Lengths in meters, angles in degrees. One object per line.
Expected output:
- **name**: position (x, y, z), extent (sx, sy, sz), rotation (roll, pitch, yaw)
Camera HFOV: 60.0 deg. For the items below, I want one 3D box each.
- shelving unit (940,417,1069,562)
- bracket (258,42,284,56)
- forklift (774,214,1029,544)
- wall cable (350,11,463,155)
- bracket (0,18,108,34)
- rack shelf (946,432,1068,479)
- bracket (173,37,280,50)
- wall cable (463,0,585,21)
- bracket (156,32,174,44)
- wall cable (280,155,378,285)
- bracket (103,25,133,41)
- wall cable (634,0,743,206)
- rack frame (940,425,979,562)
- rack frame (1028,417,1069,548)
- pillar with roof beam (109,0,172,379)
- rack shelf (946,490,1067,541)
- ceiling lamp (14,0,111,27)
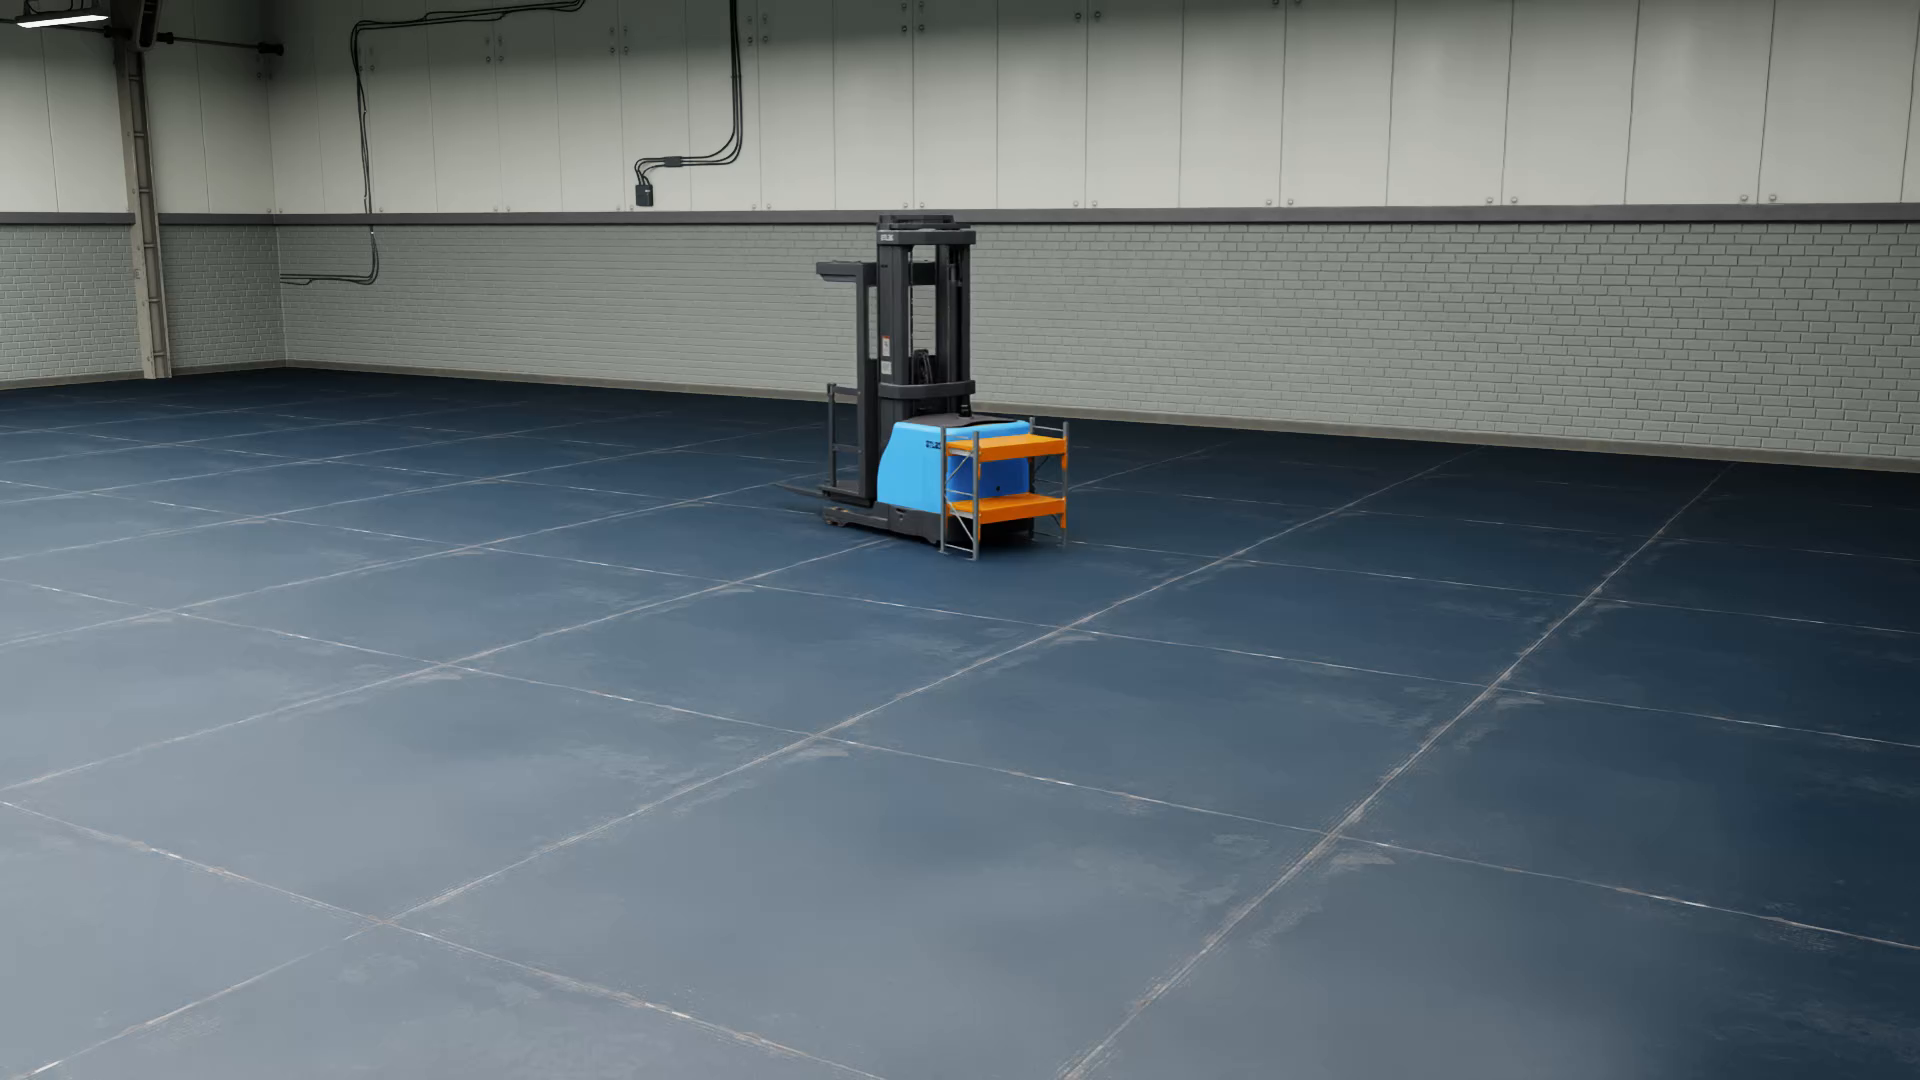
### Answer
- **shelving unit**: position (0.395, -0.464, 14.668), extent (1.048, 1.125, 0.538), rotation (-8, 14, -37)
- **bracket**: position (-13.620, -9.705, 32.856), extent (0.235, 0.232, 0.430), rotation (6, 12, 31)
- **forklift**: position (-0.675, -1.620, 15.936), extent (1.130, 2.935, 3.031), rotation (-9, 14, -40)
- **wall cable**: position (-10.397, -8.567, 31.269), extent (3.097, 2.526, 0.112), rotation (6, 12, 31)
- **bracket**: position (-16.619, -8.797, 28.003), extent (0.076, 0.066, 4.783), rotation (6, 12, 31)
- **rack shelf**: position (0.395, -0.752, 14.614), extent (1.000, 0.278, 0.538), rotation (-8, 14, -37)
- **bracket**: position (-13.926, -9.613, 32.360), extent (0.076, 0.066, 3.189), rotation (6, 12, 31)
- **wall cable**: position (-7.752, -10.507, 29.271), extent (3.097, 2.526, 0.112), rotation (6, 12, 31)
- **bracket**: position (-14.850, -9.333, 30.865), extent (0.235, 0.232, 0.430), rotation (6, 12, 31)
- **wall cable**: position (-12.709, -6.343, 33.114), extent (3.097, 2.526, 0.112), rotation (6, 12, 31)
- **bracket**: position (-15.281, -9.202, 30.168), extent (0.235, 0.232, 0.430), rotation (6, 12, 31)
- **wall cable**: position (-4.604, -8.631, 27.658), extent (2.305, 6.003, 0.169), rotation (6, 12, 31)
- **rack frame**: position (-0.004, -0.406, 14.359), extent (0.032, 1.125, 0.500), rotation (-8, 14, -37)
- **rack frame**: position (0.794, -0.522, 14.977), extent (0.032, 1.125, 0.500), rotation (-8, 14, -37)
- **pillar with roof beam**: position (-11.690, -7.121, 28.832), extent (9.100, 9.000, 0.548), rotation (6, 12, 31)
- **rack shelf**: position (0.395, -0.224, 14.713), extent (1.000, 0.278, 0.538), rotation (-8, 14, -37)
- **ceiling lamp**: position (-13.316, -9.340, 24.822), extent (2.000, 3.185, 0.800), rotation (6, 12, 31)
